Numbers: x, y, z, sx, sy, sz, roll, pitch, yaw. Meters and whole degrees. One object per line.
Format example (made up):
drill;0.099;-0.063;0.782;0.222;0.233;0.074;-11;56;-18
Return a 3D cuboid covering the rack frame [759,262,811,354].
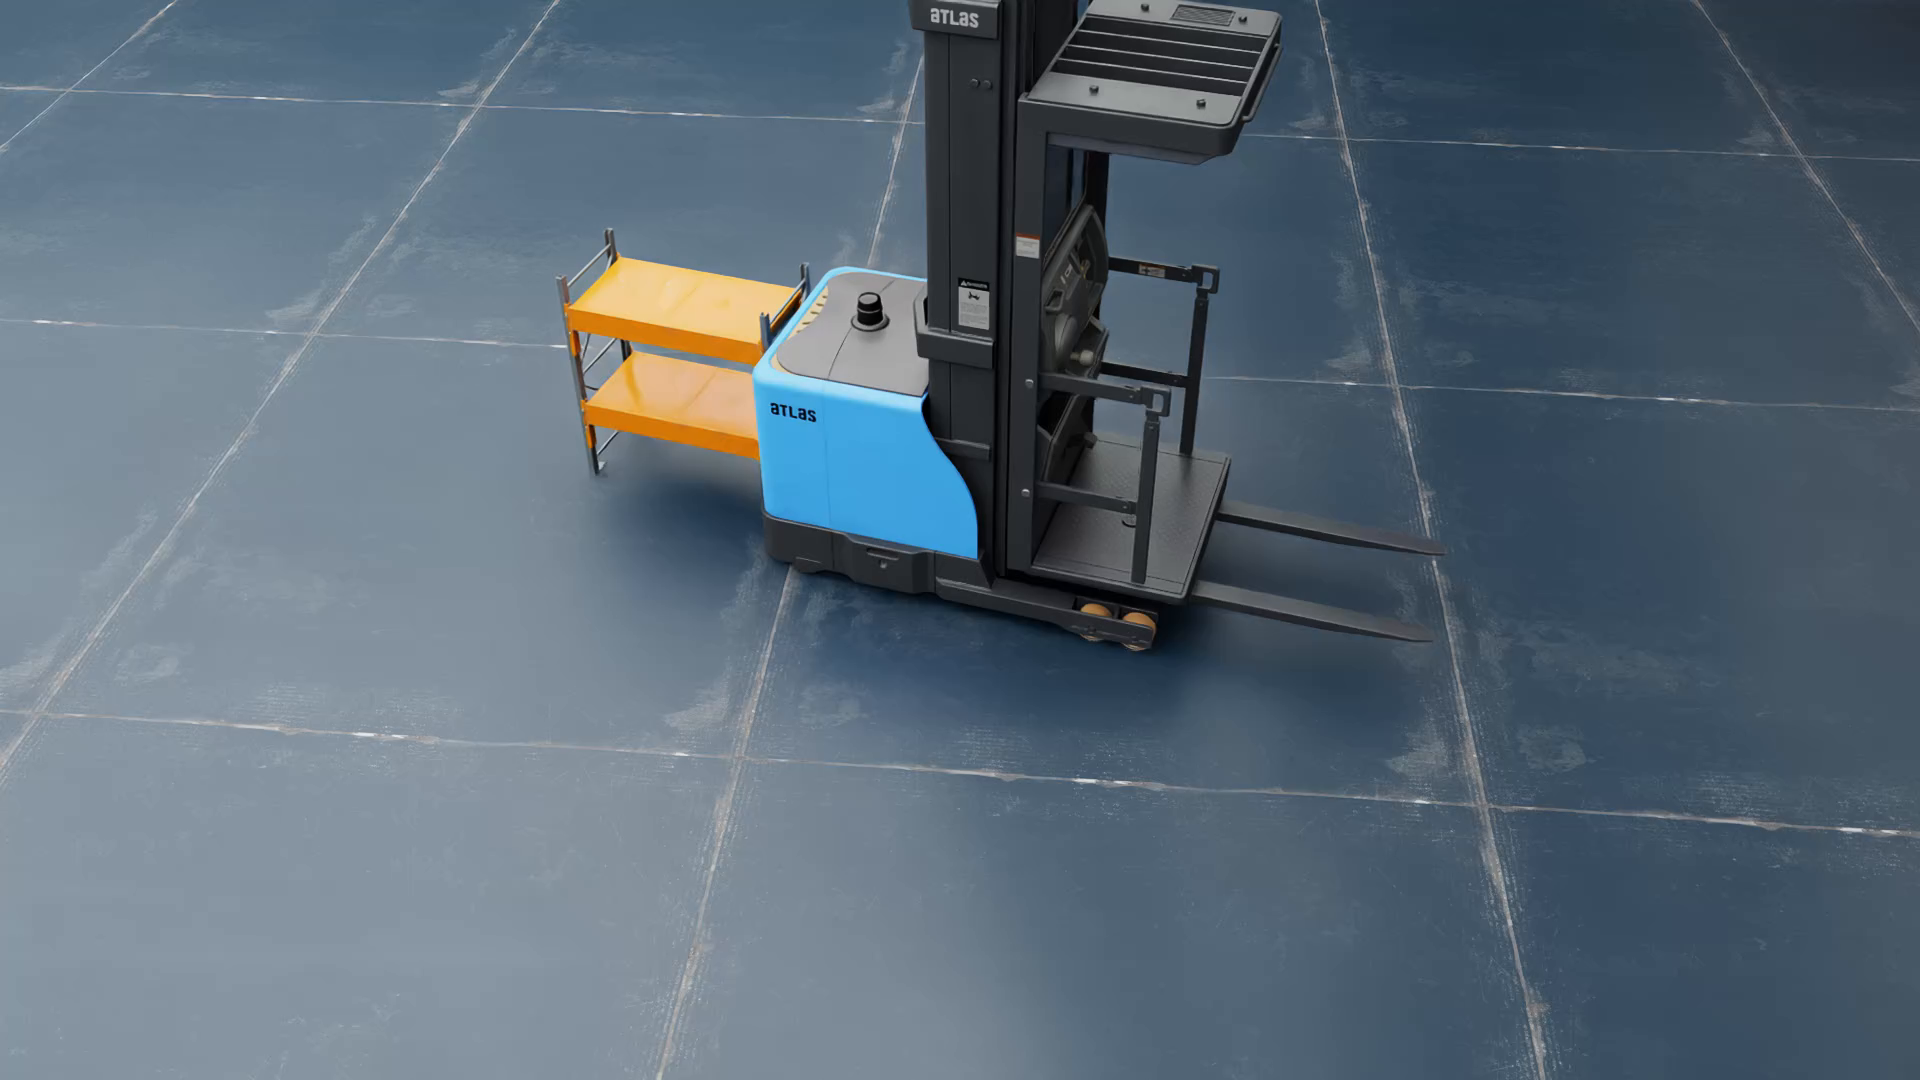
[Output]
rack frame;-0.795;-0.703;7.893;0.032;1.125;0.500;12;41;14

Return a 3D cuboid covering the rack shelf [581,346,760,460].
rack shelf;-1.276;-0.617;8.175;1.000;0.278;0.538;12;41;14

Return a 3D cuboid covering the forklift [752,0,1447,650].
forklift;0.665;-1.030;6.864;3.031;2.935;1.130;12;41;14

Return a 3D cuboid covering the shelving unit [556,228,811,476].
shelving unit;-1.276;-0.807;8.021;1.048;1.125;0.538;12;41;14

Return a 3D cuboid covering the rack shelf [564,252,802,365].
rack shelf;-1.276;-1.034;7.836;1.000;0.278;0.538;12;41;14

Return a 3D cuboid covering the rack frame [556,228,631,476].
rack frame;-1.757;-0.910;8.148;0.032;1.125;0.500;12;41;14
